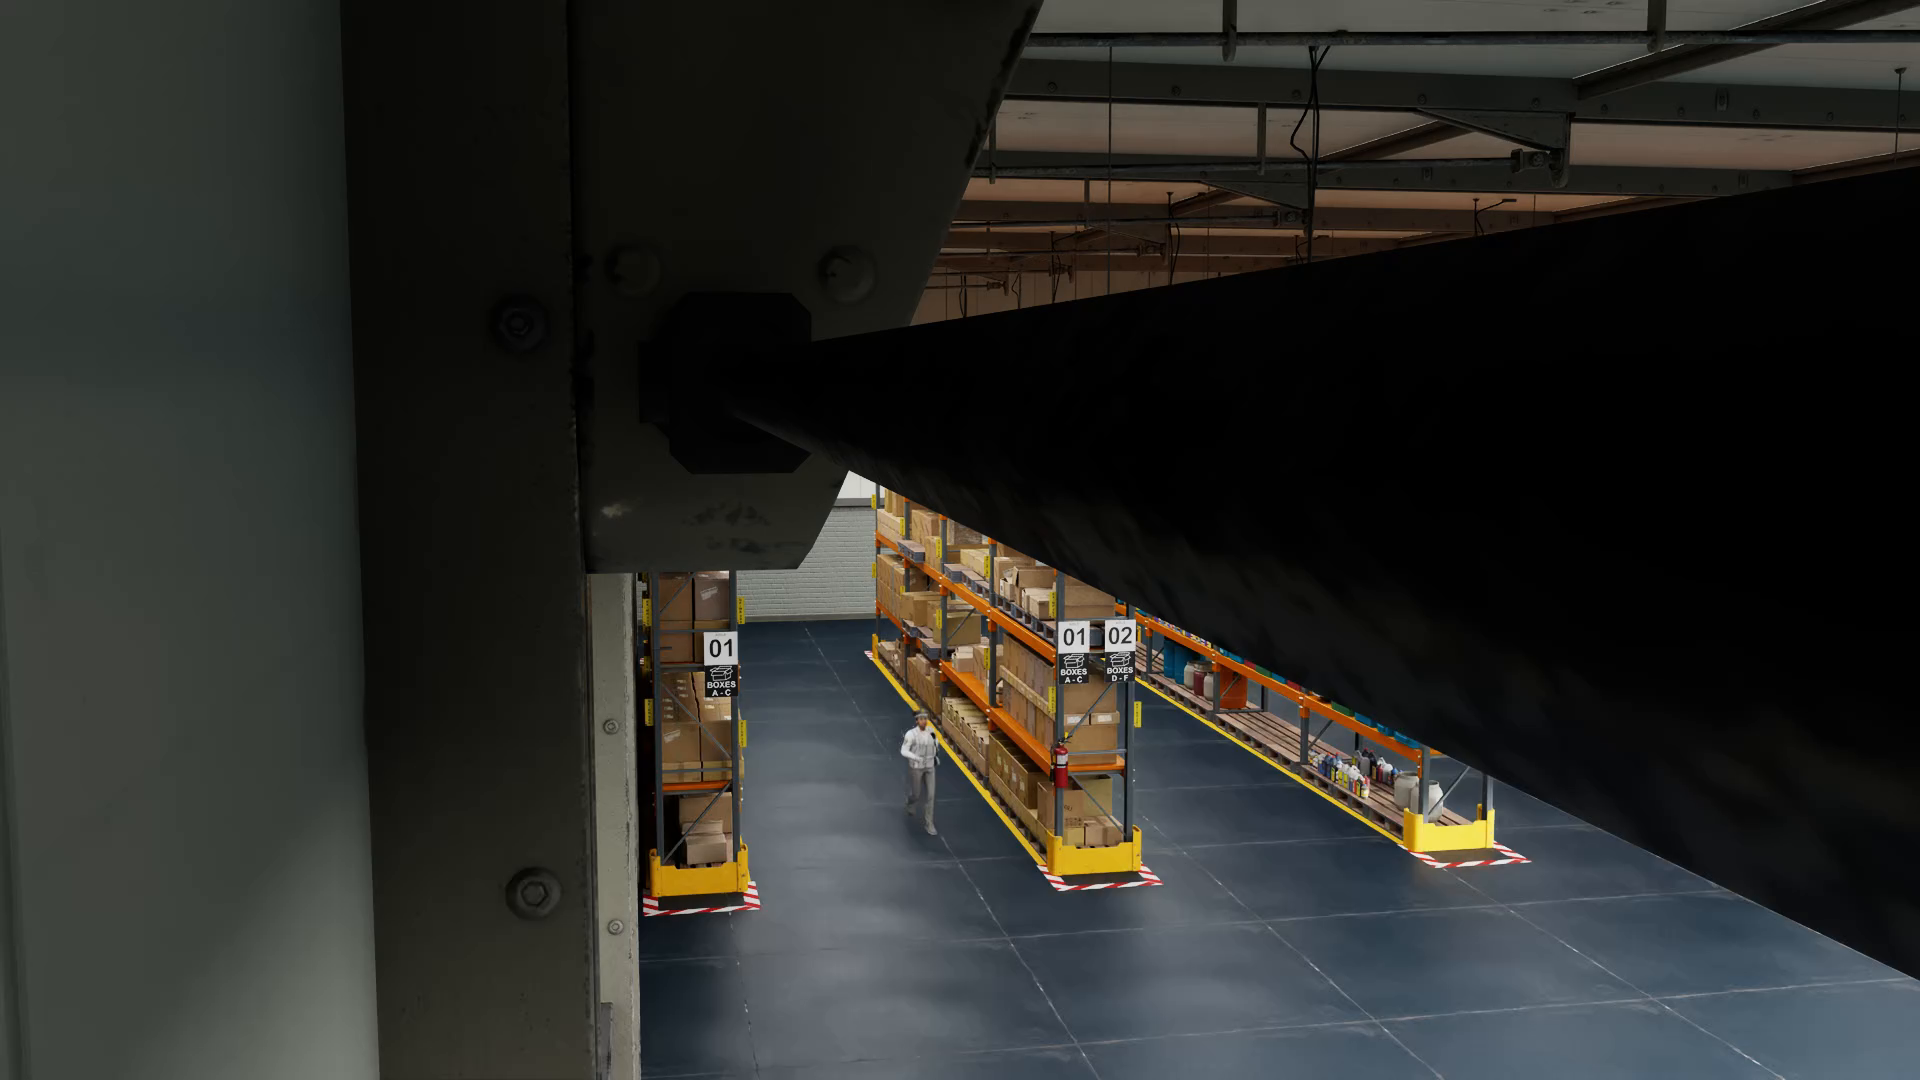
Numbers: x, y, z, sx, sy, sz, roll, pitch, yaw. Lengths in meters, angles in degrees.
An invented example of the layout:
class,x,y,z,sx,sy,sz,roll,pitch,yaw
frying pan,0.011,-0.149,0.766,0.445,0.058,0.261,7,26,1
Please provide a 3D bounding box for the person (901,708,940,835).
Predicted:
class,x,y,z,sx,sy,sz,roll,pitch,yaw
person,-0.521,3.138,22.898,0.616,1.692,0.901,-2,6,-22
